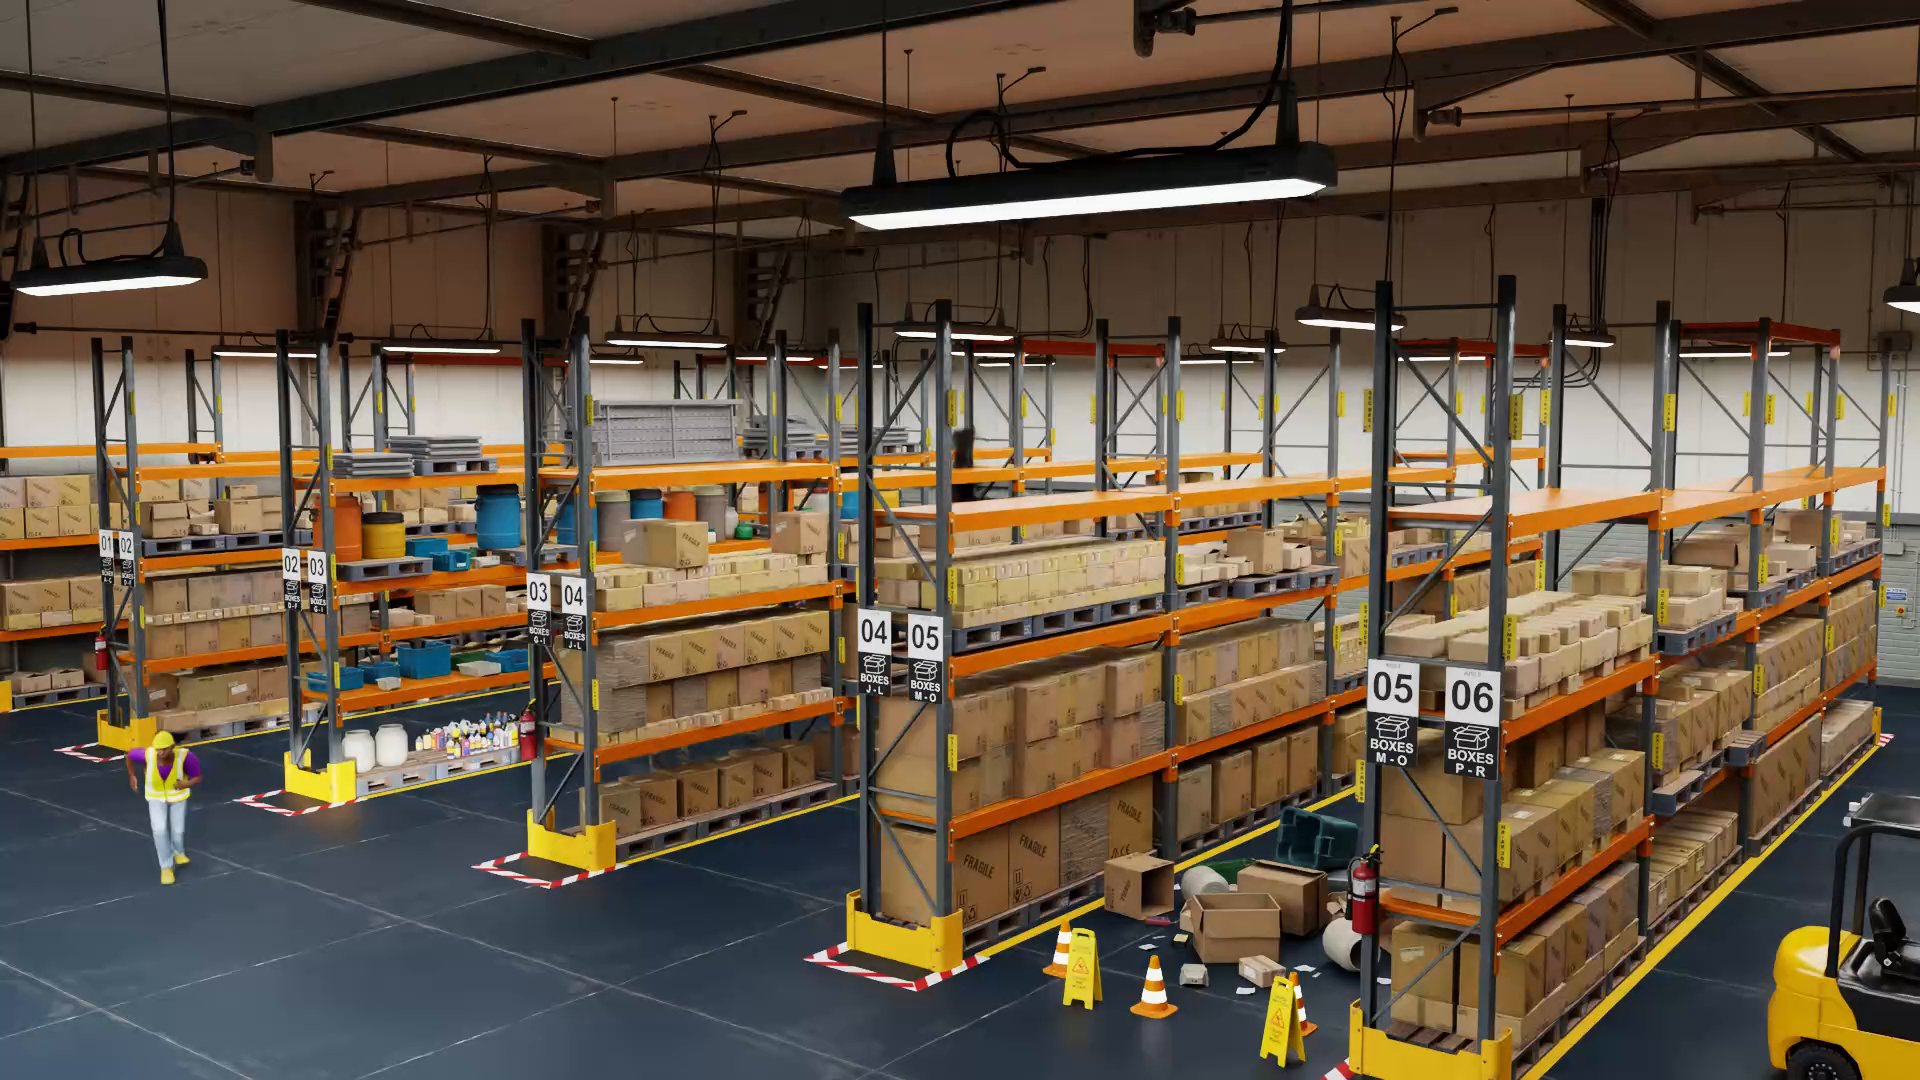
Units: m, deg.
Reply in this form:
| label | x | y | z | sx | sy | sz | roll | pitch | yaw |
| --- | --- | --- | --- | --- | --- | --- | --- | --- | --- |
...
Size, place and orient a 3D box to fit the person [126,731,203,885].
| label | x | y | z | sx | sy | sz | roll | pitch | yaw |
| --- | --- | --- | --- | --- | --- | --- | --- | --- | --- |
| person | -8.482 | 2.824 | 17.782 | 0.746 | 1.699 | 1.011 | -2 | 5 | -21 |

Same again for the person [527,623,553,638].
| label | x | y | z | sx | sy | sz | roll | pitch | yaw |
| --- | --- | --- | --- | --- | --- | --- | --- | --- | --- |
| person | -8.533 | 1.382 | 33.906 | 0.571 | 1.689 | 0.688 | 3 | 6 | 27 |

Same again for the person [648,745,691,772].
| label | x | y | z | sx | sy | sz | roll | pitch | yaw |
| --- | --- | --- | --- | --- | --- | --- | --- | --- | --- |
| person | -3.921 | 2.423 | 22.019 | 0.695 | 1.718 | 0.768 | 0 | 5 | 1 |

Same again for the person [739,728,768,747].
| label | x | y | z | sx | sy | sz | roll | pitch | yaw |
| --- | --- | --- | --- | --- | --- | --- | --- | --- | --- |
| person | -2.862 | 2.322 | 23.218 | 0.662 | 1.644 | 0.524 | 4 | 6 | 35 |

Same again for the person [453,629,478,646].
| label | x | y | z | sx | sy | sz | roll | pitch | yaw |
| --- | --- | --- | --- | --- | --- | --- | --- | --- | --- |
| person | -9.228 | 1.732 | 31.150 | 0.537 | 1.450 | 0.783 | 2 | 5 | 22 |
